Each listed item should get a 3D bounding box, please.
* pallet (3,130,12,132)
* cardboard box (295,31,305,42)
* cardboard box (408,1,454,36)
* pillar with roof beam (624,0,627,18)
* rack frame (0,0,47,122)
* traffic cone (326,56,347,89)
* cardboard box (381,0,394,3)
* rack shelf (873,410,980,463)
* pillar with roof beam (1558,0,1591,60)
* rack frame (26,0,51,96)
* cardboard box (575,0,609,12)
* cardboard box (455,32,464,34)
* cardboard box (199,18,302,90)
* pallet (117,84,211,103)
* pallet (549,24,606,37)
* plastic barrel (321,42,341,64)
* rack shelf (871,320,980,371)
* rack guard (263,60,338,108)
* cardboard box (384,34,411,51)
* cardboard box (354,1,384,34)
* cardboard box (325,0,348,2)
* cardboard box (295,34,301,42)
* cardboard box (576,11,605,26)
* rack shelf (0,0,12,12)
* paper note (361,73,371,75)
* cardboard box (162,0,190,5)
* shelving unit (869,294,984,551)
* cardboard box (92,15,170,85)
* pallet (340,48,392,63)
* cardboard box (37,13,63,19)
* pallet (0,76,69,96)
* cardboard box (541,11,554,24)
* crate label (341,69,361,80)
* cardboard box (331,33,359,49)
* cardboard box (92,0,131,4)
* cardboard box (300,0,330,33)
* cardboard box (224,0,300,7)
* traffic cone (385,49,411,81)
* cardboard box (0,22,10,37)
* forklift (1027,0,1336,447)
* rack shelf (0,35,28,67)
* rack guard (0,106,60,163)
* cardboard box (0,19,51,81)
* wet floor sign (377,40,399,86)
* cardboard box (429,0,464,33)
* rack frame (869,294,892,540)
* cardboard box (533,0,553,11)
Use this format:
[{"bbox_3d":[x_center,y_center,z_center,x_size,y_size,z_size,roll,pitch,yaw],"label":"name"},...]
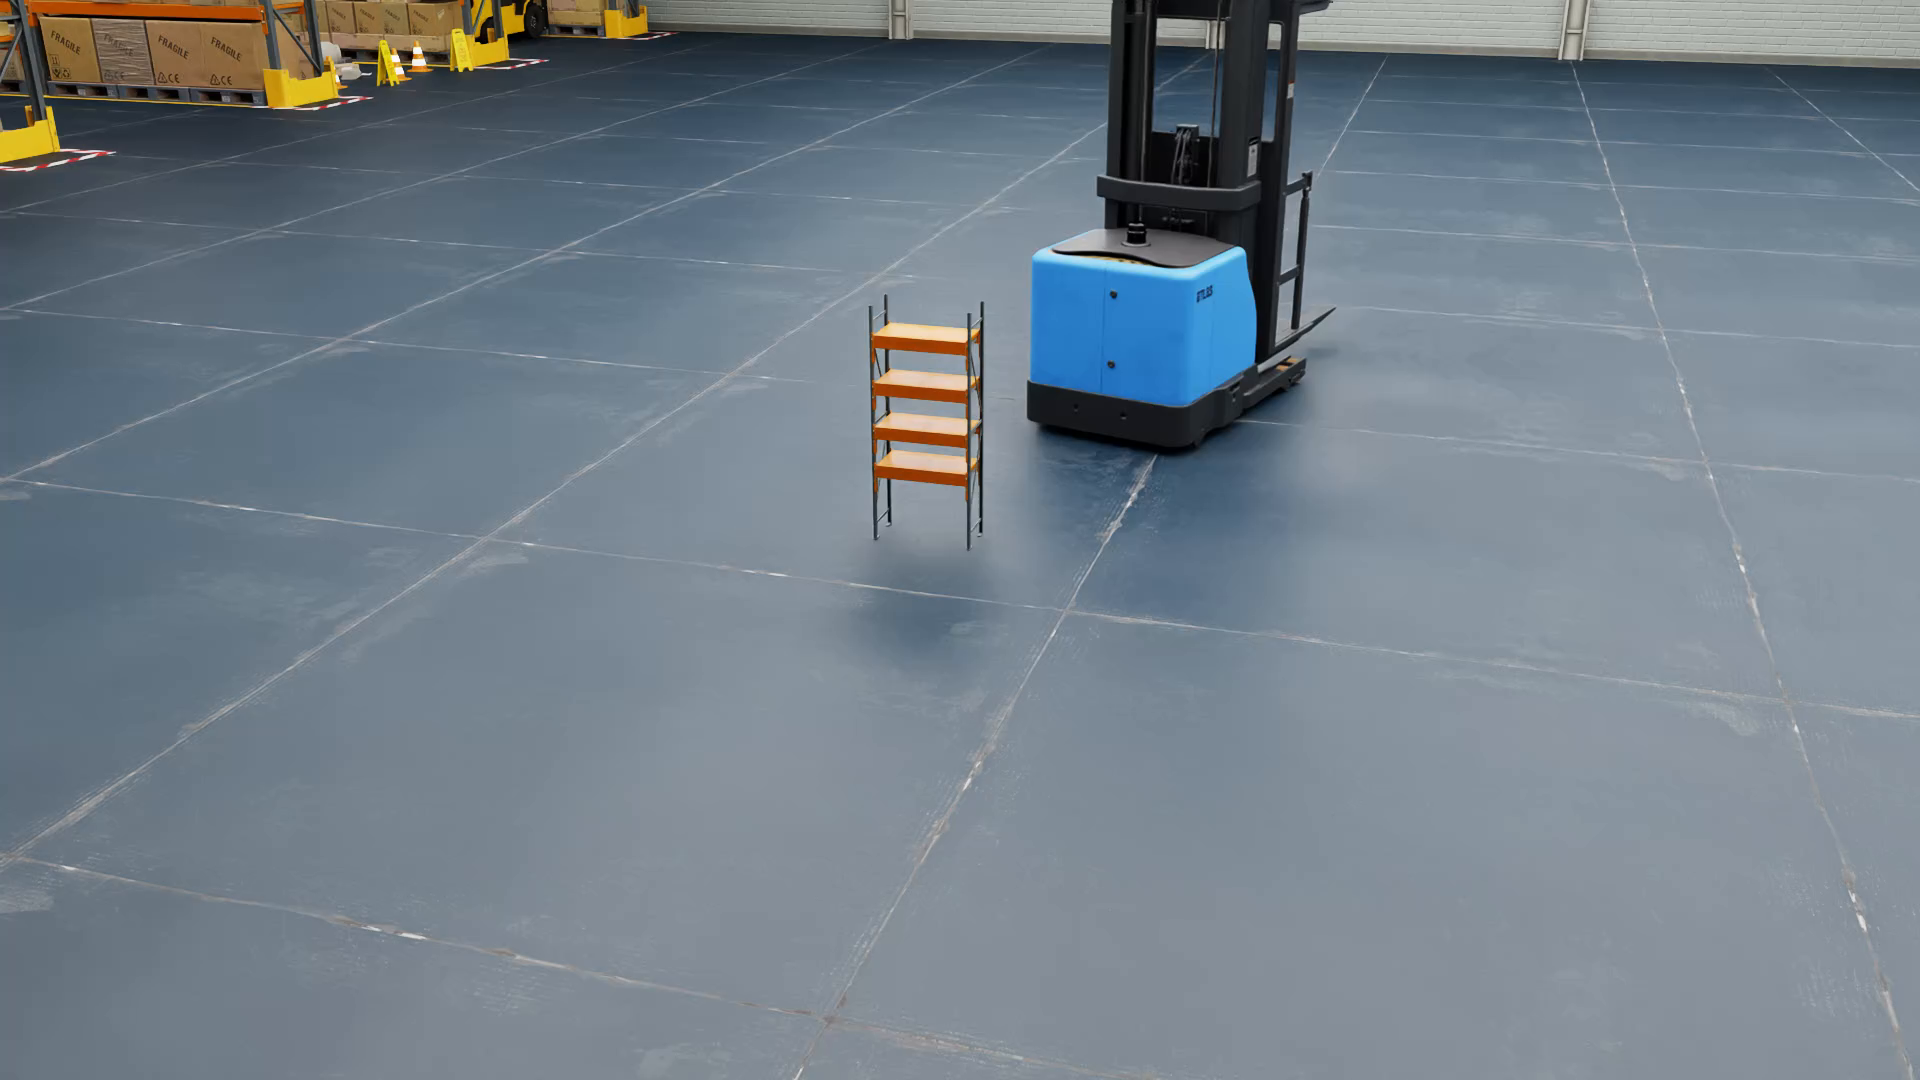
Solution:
[{"bbox_3d":[-11.582,-4.557,19.165,1.213,0.211,1.003,7,23,16],"label":"pallet"},{"bbox_3d":[-11.221,-8.535,28.259,0.500,0.250,0.500,5,23,13],"label":"cardboard box"},{"bbox_3d":[-8.721,-8.600,27.427,0.500,0.500,0.500,7,23,16],"label":"cardboard box"},{"bbox_3d":[-8.098,-12.757,27.575,0.400,9.000,9.100,7,23,16],"label":"pillar with roof beam"},{"bbox_3d":[-10.741,-5.737,18.367,0.127,3.000,1.000,7,23,16],"label":"rack frame"},{"bbox_3d":[-9.310,-6.928,24.614,0.334,0.463,0.336,7,23,16],"label":"traffic cone"},{"bbox_3d":[-9.332,-8.944,27.413,0.250,0.149,0.380,7,23,16],"label":"cardboard box"},{"bbox_3d":[-0.158,-0.511,8.175,0.480,0.148,0.258,7,23,16],"label":"rack shelf"},{"bbox_3d":[9.134,-10.783,22.764,0.400,9.000,9.100,7,23,16],"label":"pillar with roof beam"},{"bbox_3d":[-13.041,-7.966,23.802,0.127,3.000,1.000,7,23,16],"label":"rack frame"},{"bbox_3d":[-7.005,-10.235,31.742,0.500,0.250,0.500,6,23,15],"label":"cardboard box"},{"bbox_3d":[-8.571,-8.449,28.047,0.500,0.250,0.500,6,23,15],"label":"cardboard box"},{"bbox_3d":[-9.880,-6.790,23.179,0.875,0.875,0.875,7,23,16],"label":"cardboard box"},{"bbox_3d":[-11.164,-6.432,23.734,1.213,0.211,1.003,7,23,15],"label":"pallet"},{"bbox_3d":[-7.193,-9.920,32.239,1.213,0.211,1.003,7,23,16],"label":"pallet"},{"bbox_3d":[-10.294,-7.822,26.844,0.512,0.421,0.421,-14,26,-30],"label":"plastic barrel"},{"bbox_3d":[-0.158,-0.937,8.001,0.480,0.148,0.258,7,23,16],"label":"rack shelf"},{"bbox_3d":[-9.189,-6.369,23.201,0.348,0.500,1.175,7,23,16],"label":"rack guard"},{"bbox_3d":[-9.224,-8.310,27.710,0.500,0.250,0.500,7,23,16],"label":"cardboard box"},{"bbox_3d":[-9.703,-8.714,27.705,0.500,0.500,0.500,6,23,14],"label":"cardboard box"},{"bbox_3d":[-10.368,-9.063,27.702,0.250,0.149,0.380,8,24,19],"label":"cardboard box"},{"bbox_3d":[-11.075,-8.009,27.196,0.500,0.500,0.500,-14,26,-30],"label":"cardboard box"},{"bbox_3d":[-6.990,-10.000,31.830,0.500,0.250,0.500,7,23,16],"label":"cardboard box"},{"bbox_3d":[-14.956,-7.853,24.473,4.000,0.370,1.077,7,23,16],"label":"rack shelf"},{"bbox_3d":[-9.359,-7.344,26.197,0.142,0.019,0.148,-1,22,-3],"label":"paper note"},{"bbox_3d":[-10.613,-7.781,23.152,0.550,0.550,0.875,7,23,16],"label":"cardboard box"},{"bbox_3d":[-0.158,-0.573,8.150,0.503,1.200,0.258,7,23,16],"label":"shelving unit"},{"bbox_3d":[-11.595,-6.986,23.658,0.875,0.875,0.875,7,23,16],"label":"cardboard box"},{"bbox_3d":[-9.883,-8.292,28.270,1.213,0.211,1.003,7,23,16],"label":"pallet"},{"bbox_3d":[-16.175,-9.532,29.864,0.875,0.875,0.875,6,23,15],"label":"cardboard box"},{"bbox_3d":[-13.802,-6.734,24.471,1.213,0.211,1.003,7,23,16],"label":"pallet"},{"bbox_3d":[-7.939,-10.116,32.113,0.500,0.250,0.500,7,23,16],"label":"cardboard box"},{"bbox_3d":[-9.429,-7.215,25.741,0.298,0.136,0.250,-5,23,-12],"label":"crate label"},{"bbox_3d":[-10.198,-8.424,27.987,0.500,0.250,0.500,6,23,15],"label":"cardboard box"},{"bbox_3d":[-11.669,-7.846,23.310,0.550,0.550,0.875,7,23,16],"label":"cardboard box"},{"bbox_3d":[-10.705,-8.828,27.984,0.500,0.500,0.500,8,23,18],"label":"cardboard box"},{"bbox_3d":[-9.580,-7.622,22.764,0.550,0.550,0.875,7,23,16],"label":"cardboard box"},{"bbox_3d":[-8.658,-7.302,25.524,0.334,0.463,0.336,7,23,16],"label":"traffic cone"},{"bbox_3d":[-10.945,-5.739,18.702,0.250,0.149,0.380,7,23,16],"label":"cardboard box"},{"bbox_3d":[1.596,-2.393,10.304,1.130,2.935,3.031,13,26,29],"label":"forklift"},{"bbox_3d":[-12.656,-5.623,19.038,4.000,0.370,1.077,7,23,16],"label":"rack shelf"},{"bbox_3d":[-10.814,-4.589,18.861,0.348,0.500,1.175,7,23,16],"label":"rack guard"},{"bbox_3d":[-13.662,-7.155,24.235,0.750,0.750,1.050,6,23,15],"label":"cardboard box"},{"bbox_3d":[-8.612,-7.155,24.926,0.232,0.644,0.267,3,22,6],"label":"wet floor sign"},{"bbox_3d":[-8.594,-8.798,27.911,0.500,0.500,0.500,6,23,14],"label":"cardboard box"},{"bbox_3d":[-0.392,-0.600,8.215,0.015,1.200,0.240,7,23,16],"label":"rack frame"},{"bbox_3d":[-7.982,-10.342,32.005,0.500,0.250,0.500,6,23,14],"label":"cardboard box"}]
